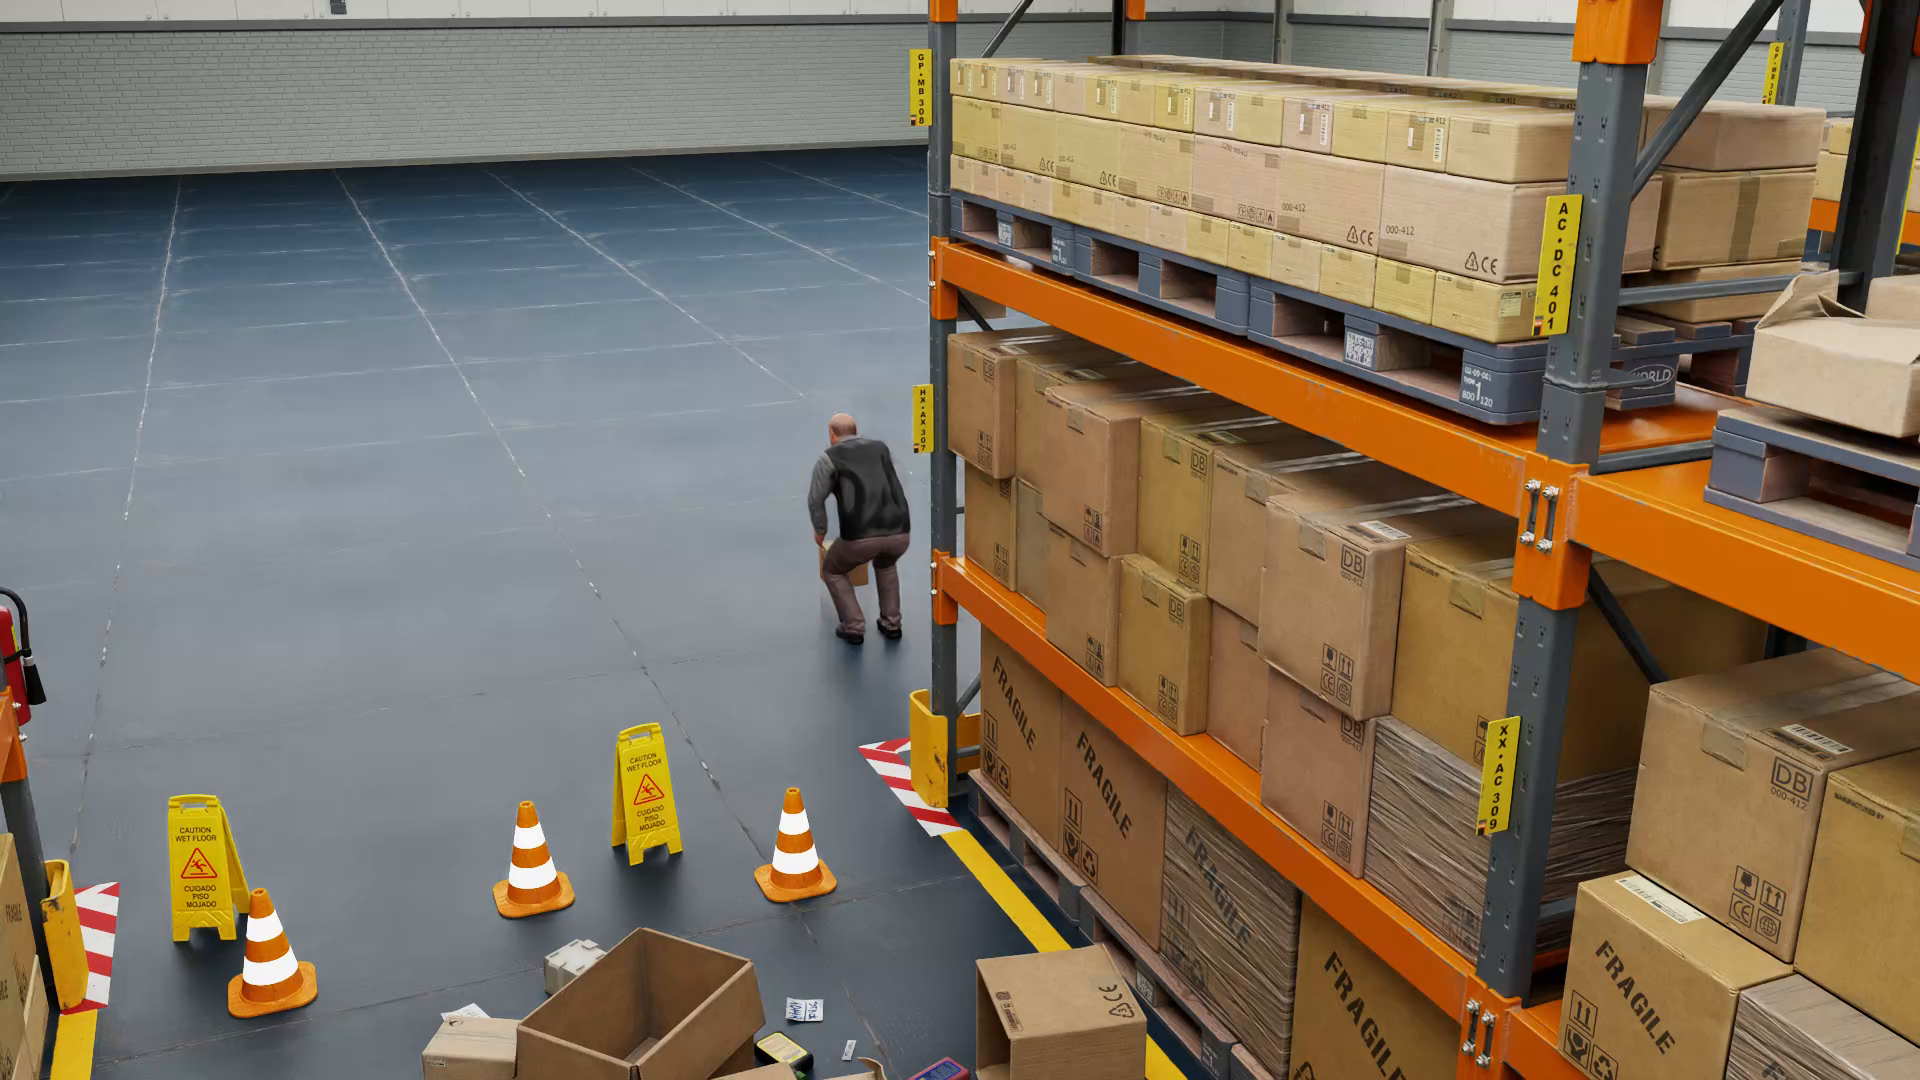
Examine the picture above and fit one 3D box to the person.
[{"bbox_3d":[-0.625,-0.058,10.320,0.592,1.377,0.725,-8,20,-22],"label":"person"}]
